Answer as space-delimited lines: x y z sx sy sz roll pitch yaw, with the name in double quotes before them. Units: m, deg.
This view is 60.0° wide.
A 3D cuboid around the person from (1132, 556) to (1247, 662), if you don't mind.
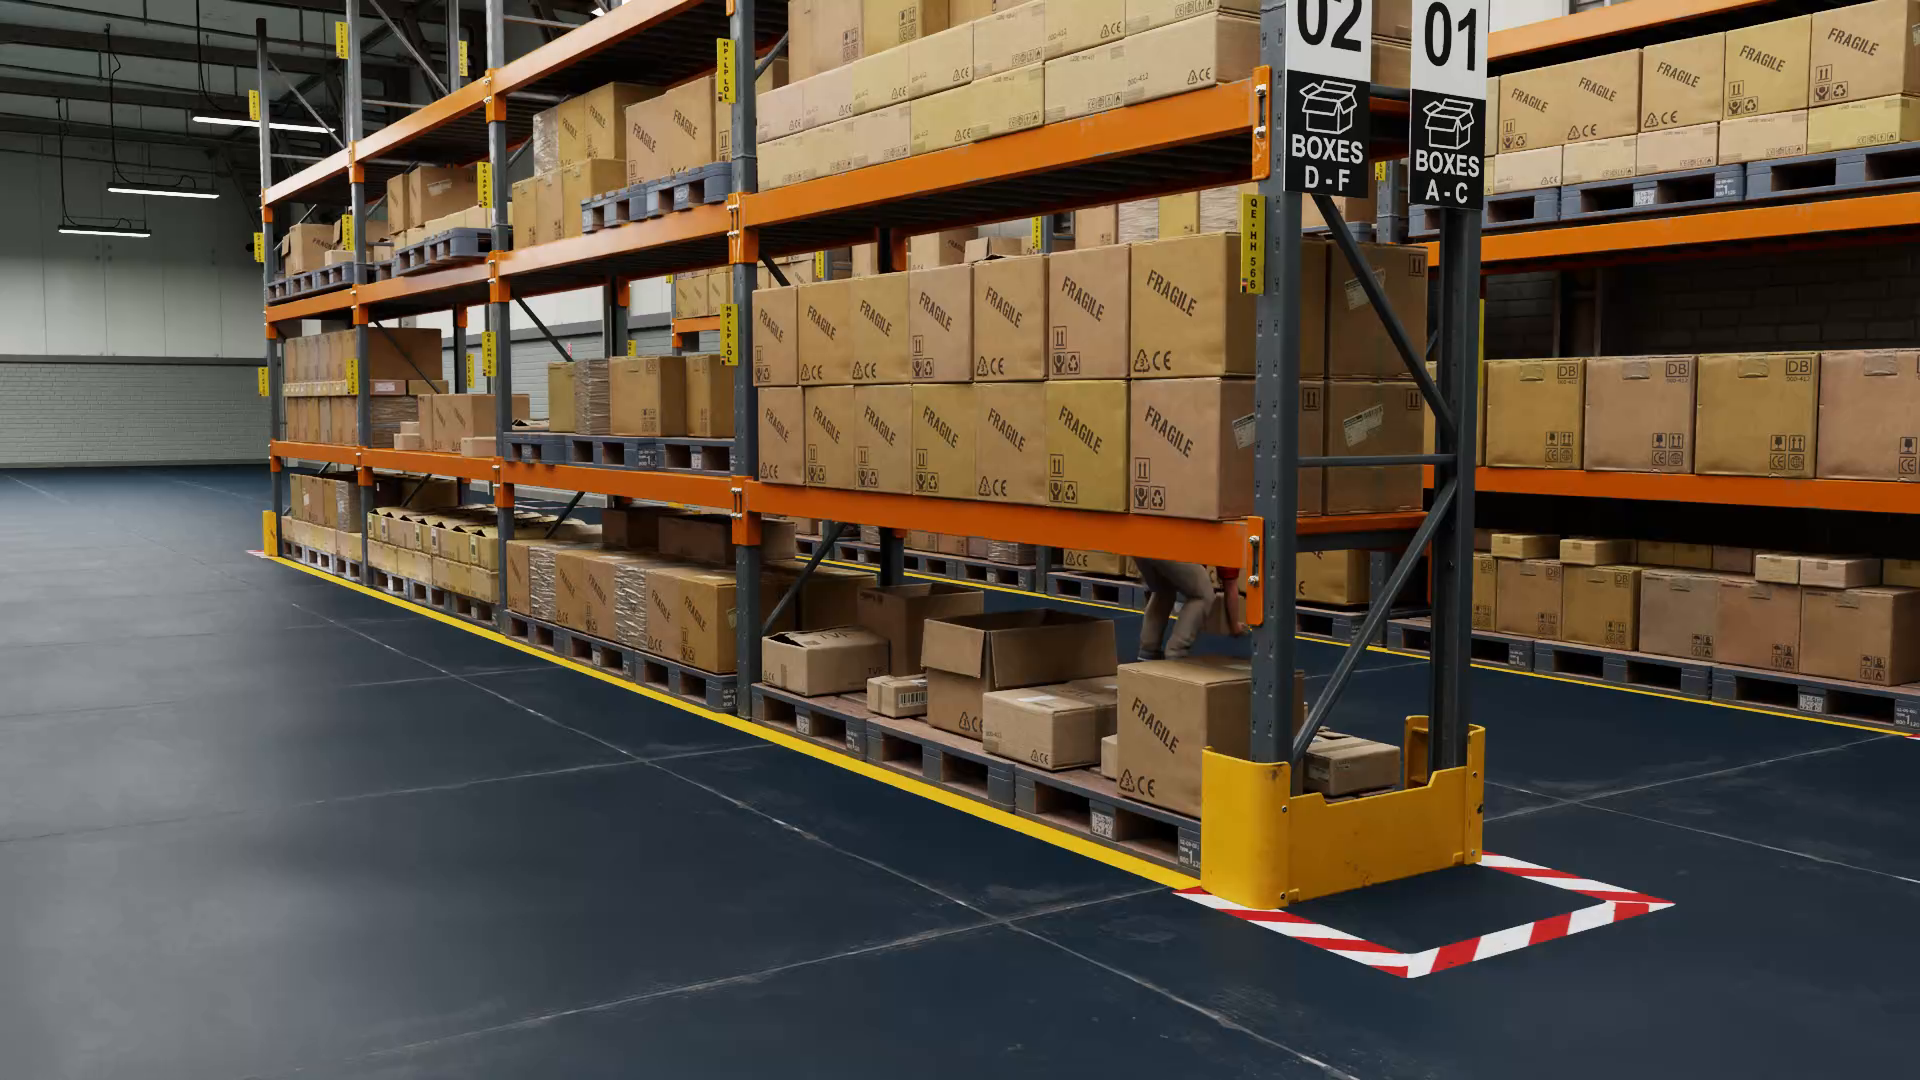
"person" 1.554 0.306 11.016 0.963 1.026 0.517 -3 6 -36
